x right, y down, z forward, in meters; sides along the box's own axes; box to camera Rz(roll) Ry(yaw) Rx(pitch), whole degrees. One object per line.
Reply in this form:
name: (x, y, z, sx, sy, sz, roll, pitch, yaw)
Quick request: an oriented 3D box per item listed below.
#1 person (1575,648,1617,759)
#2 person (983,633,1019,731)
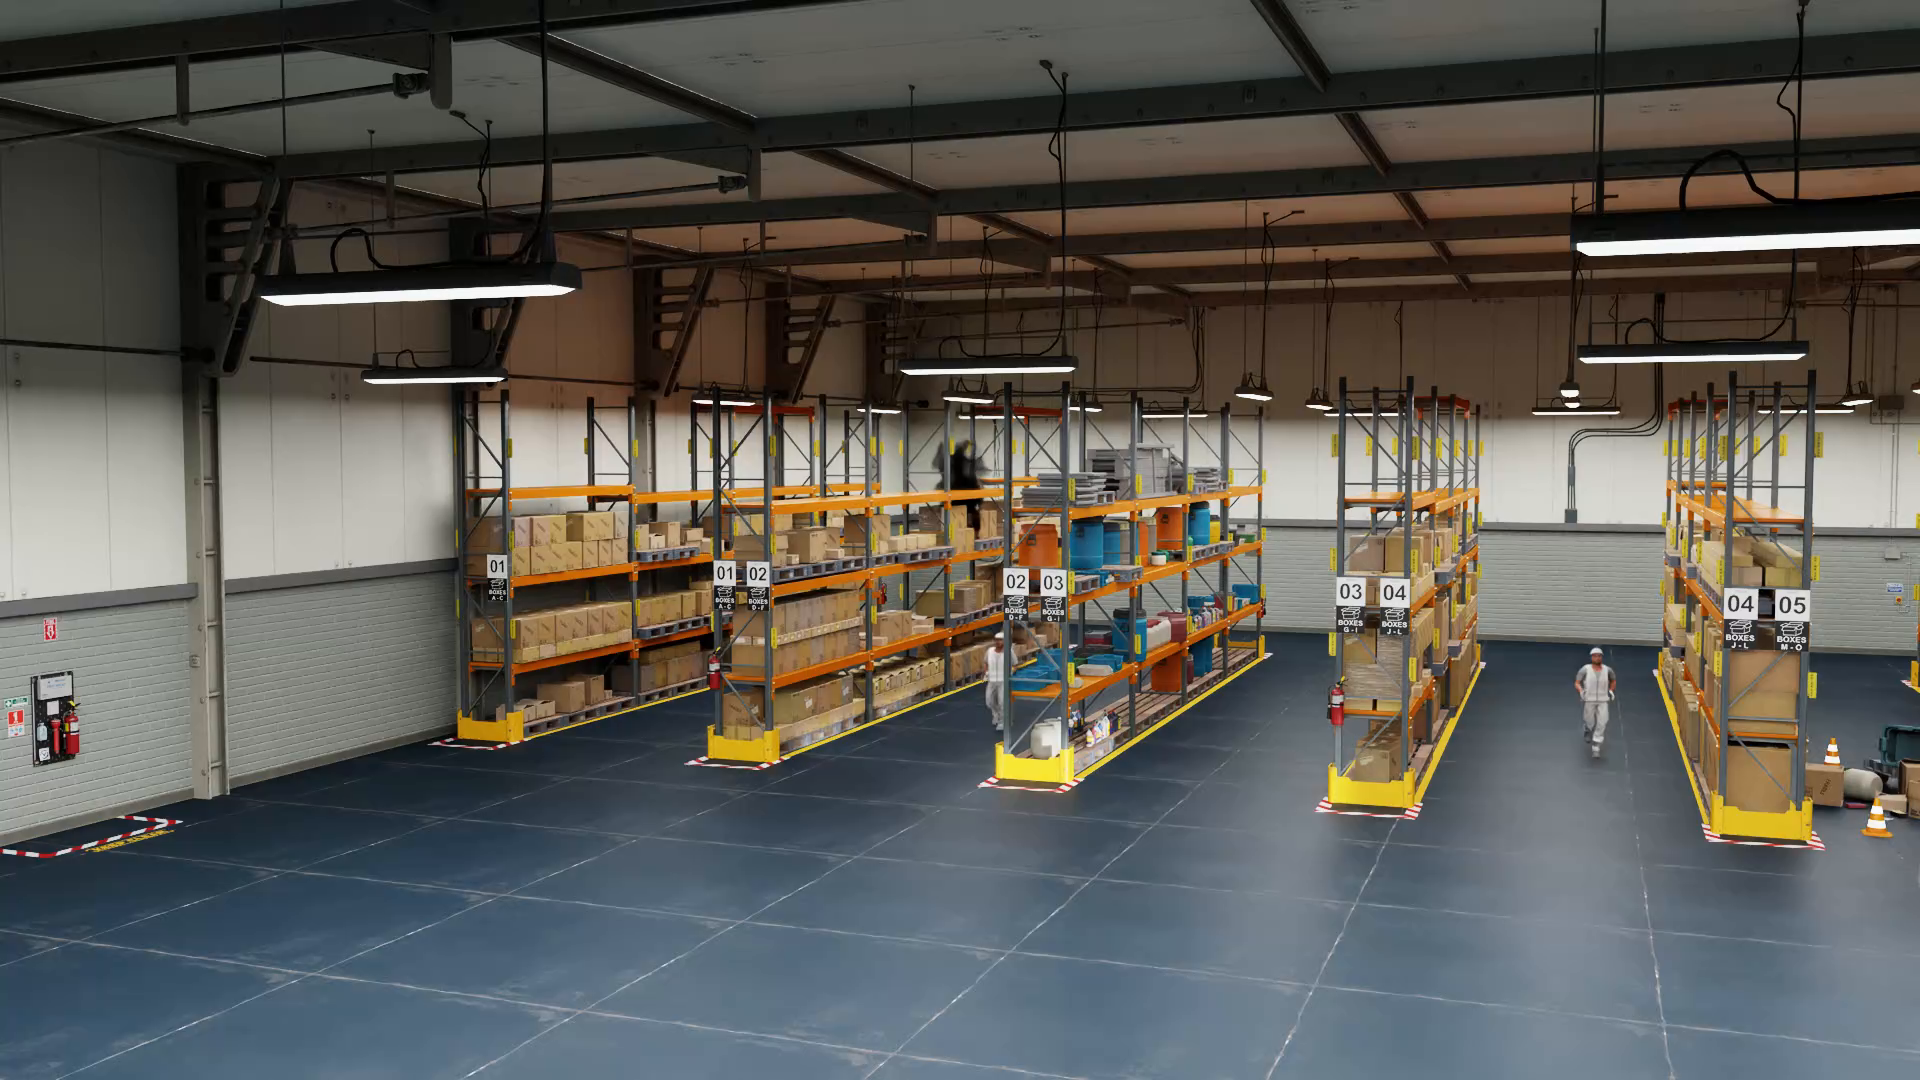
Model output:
person: (10.365, 2.634, 27.089, 0.654, 1.759, 0.814, 1, 3, 13)
person: (0.690, 2.508, 29.465, 0.673, 1.733, 0.611, 1, 3, 16)
